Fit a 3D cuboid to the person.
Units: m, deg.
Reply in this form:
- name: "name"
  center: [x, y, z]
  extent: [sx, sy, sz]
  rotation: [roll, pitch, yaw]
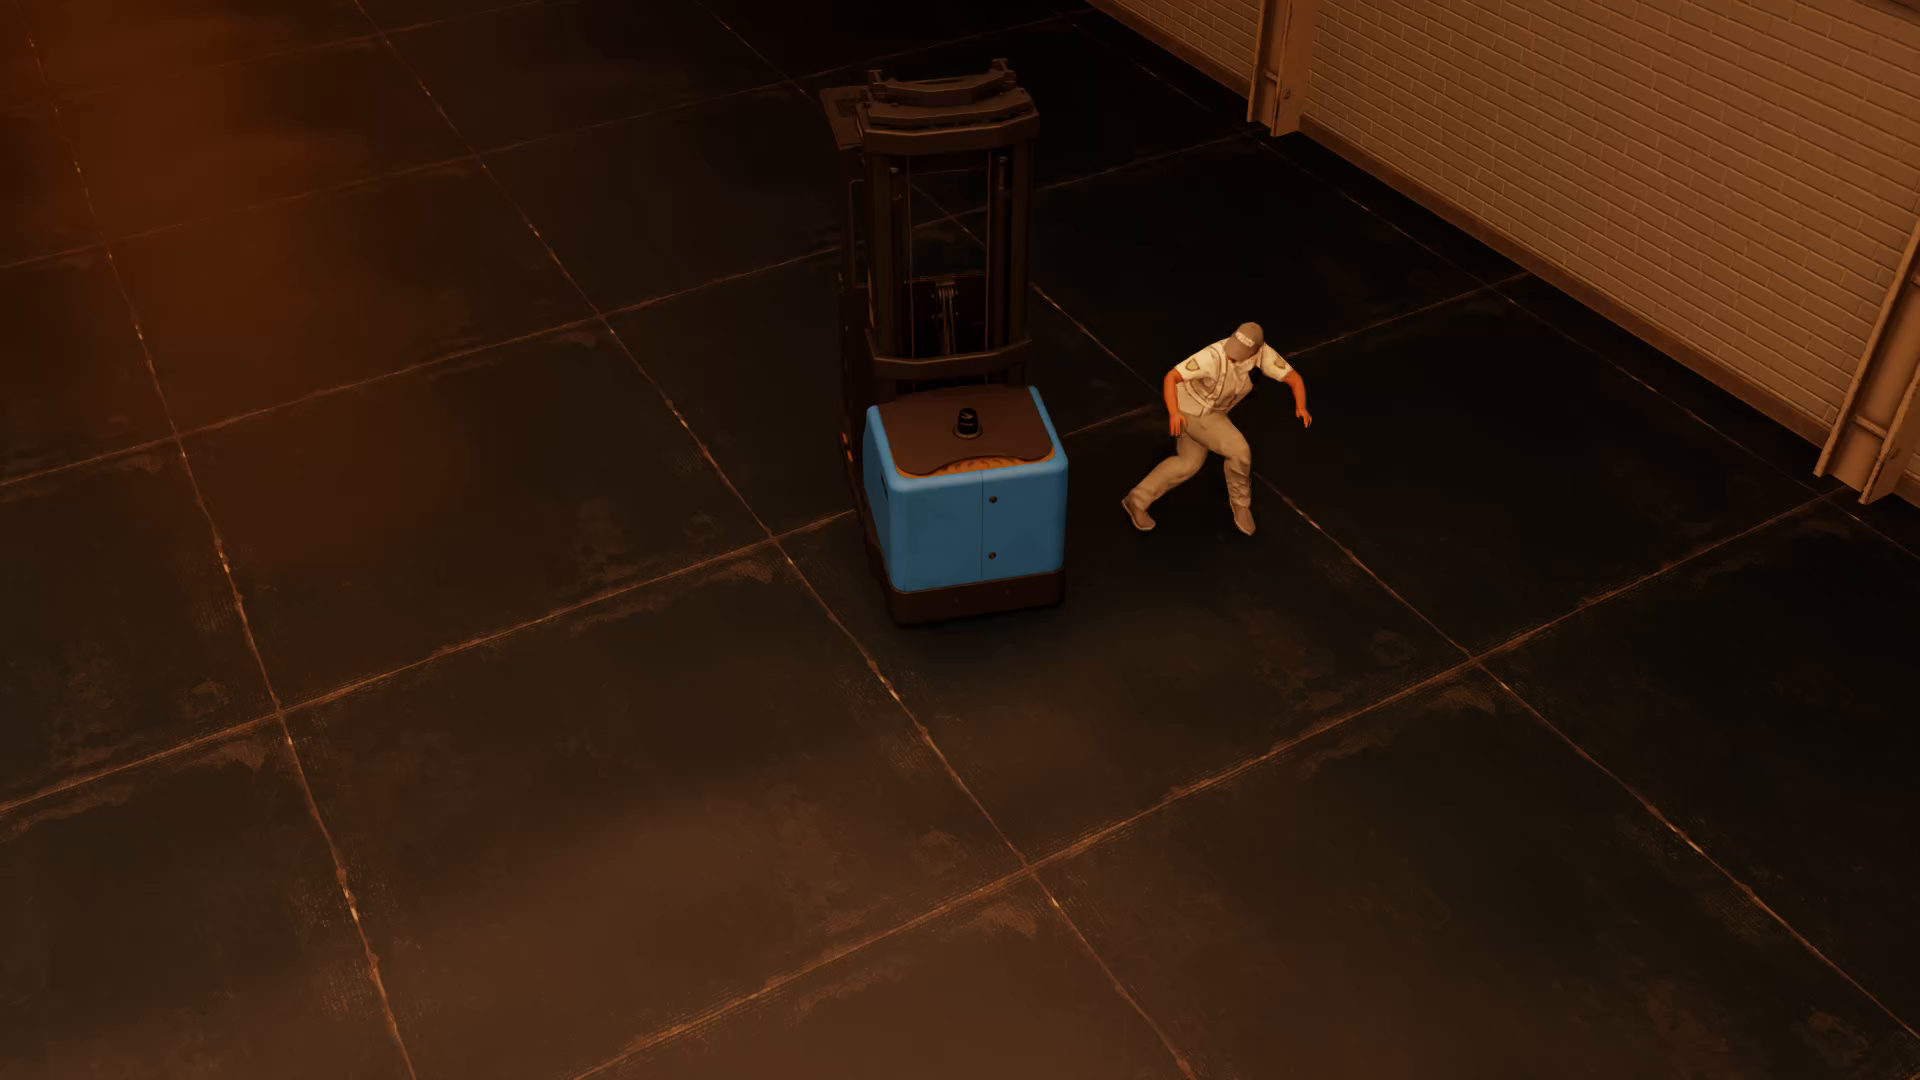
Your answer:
- name: "person"
  center: [1.635, -0.652, 10.026]
  extent: [1.050, 1.459, 0.867]
  rotation: [26, 46, 28]

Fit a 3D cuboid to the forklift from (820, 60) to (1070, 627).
- name: "forklift"
  center: [-0.183, -1.573, 9.932]
  extent: [1.130, 2.935, 3.031]
  rotation: [-8, 40, -9]
